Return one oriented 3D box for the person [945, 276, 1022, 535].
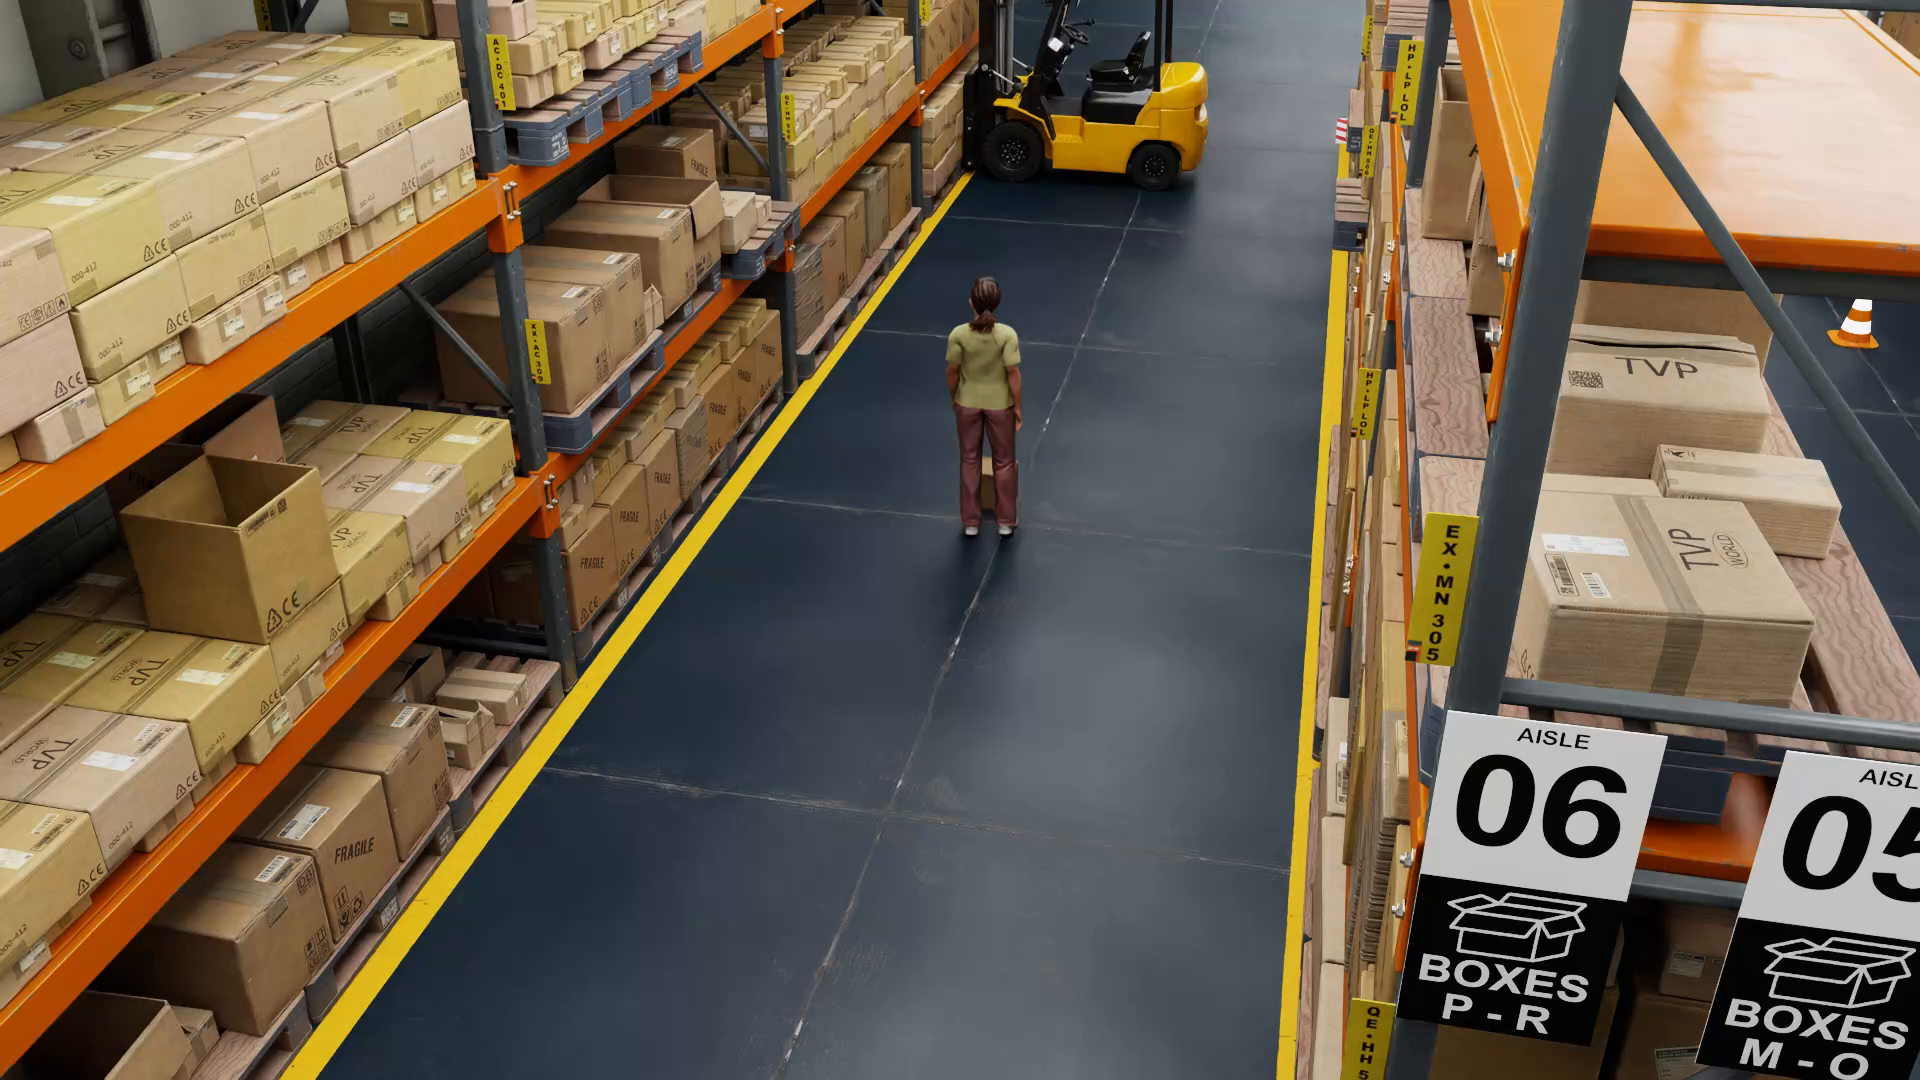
[{"bbox_3d":[0.150,-0.794,10.009,0.461,1.683,0.439,4,29,6],"label":"person"}]
